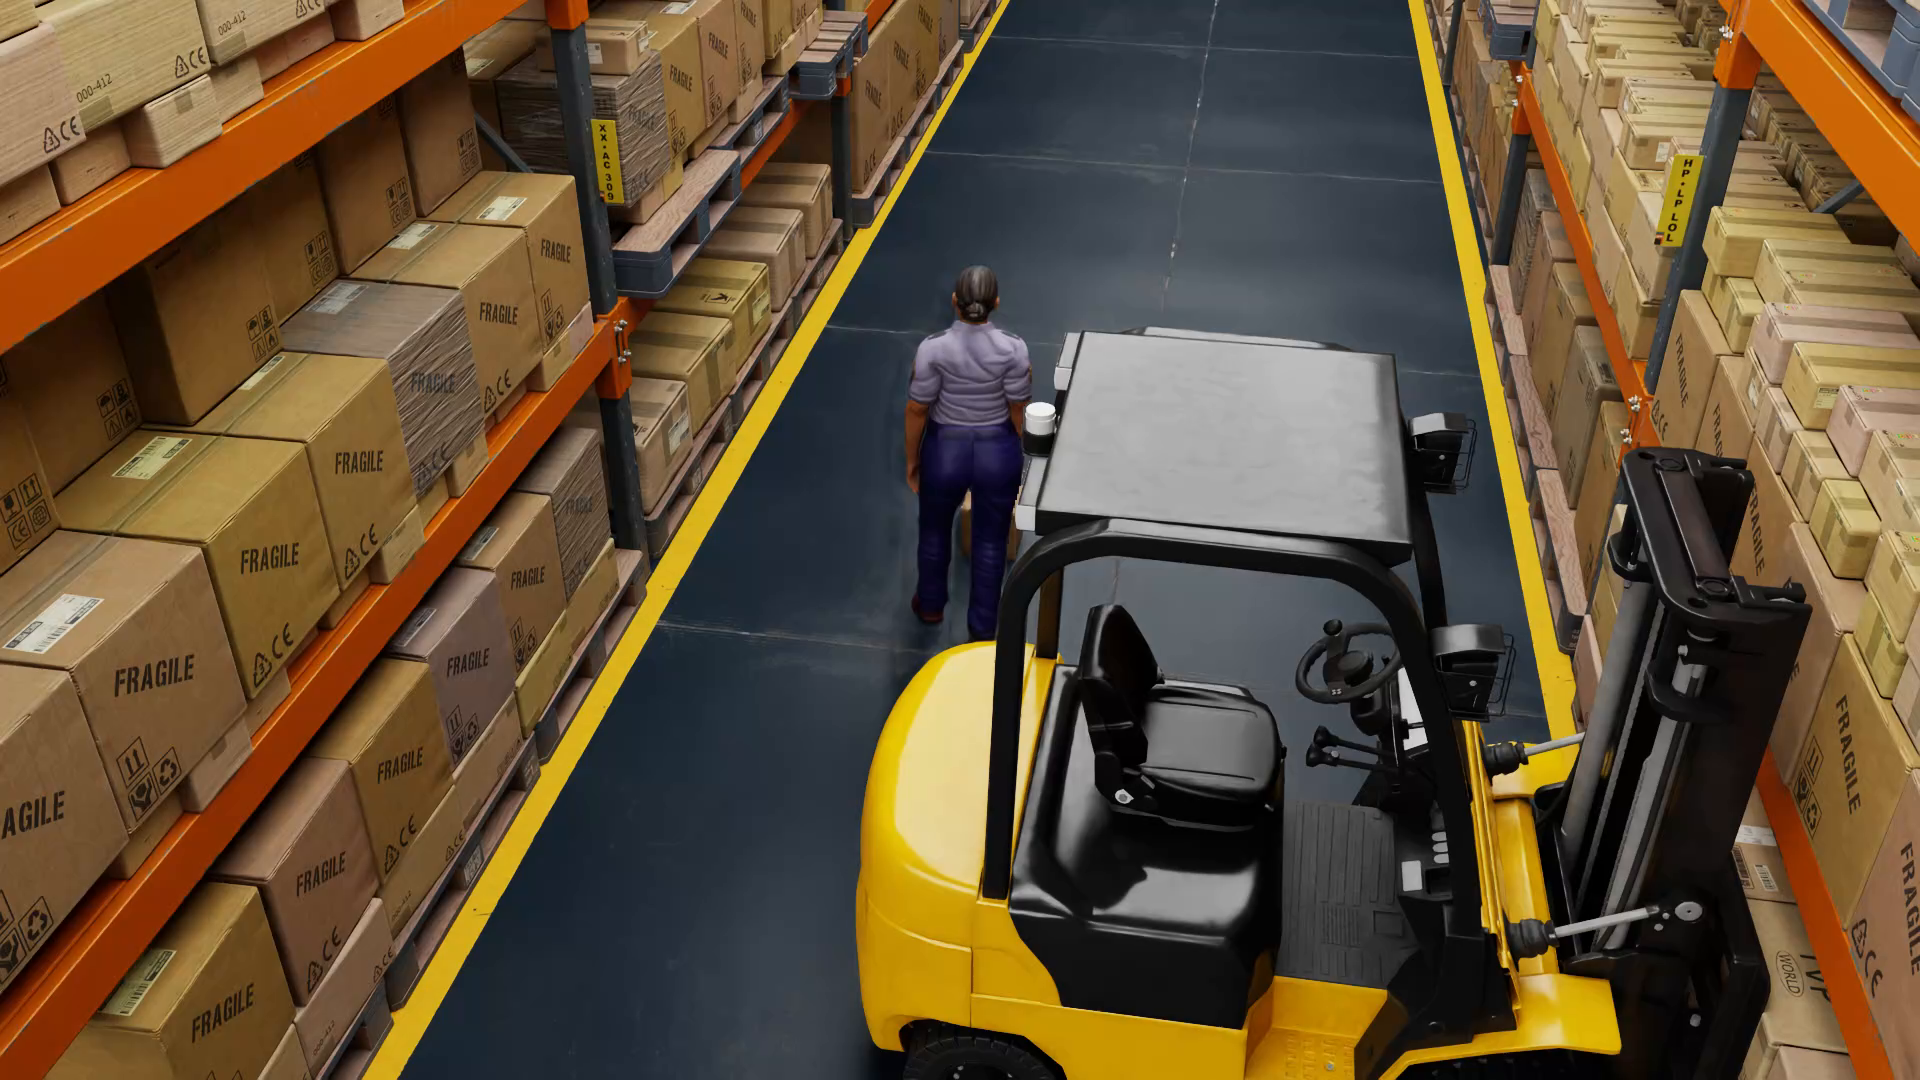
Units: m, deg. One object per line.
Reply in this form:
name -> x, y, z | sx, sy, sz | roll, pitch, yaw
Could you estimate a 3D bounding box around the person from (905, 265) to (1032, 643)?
person -> 0.029, -0.331, 6.667 | 0.497, 1.671, 0.500 | -1, 33, -2
